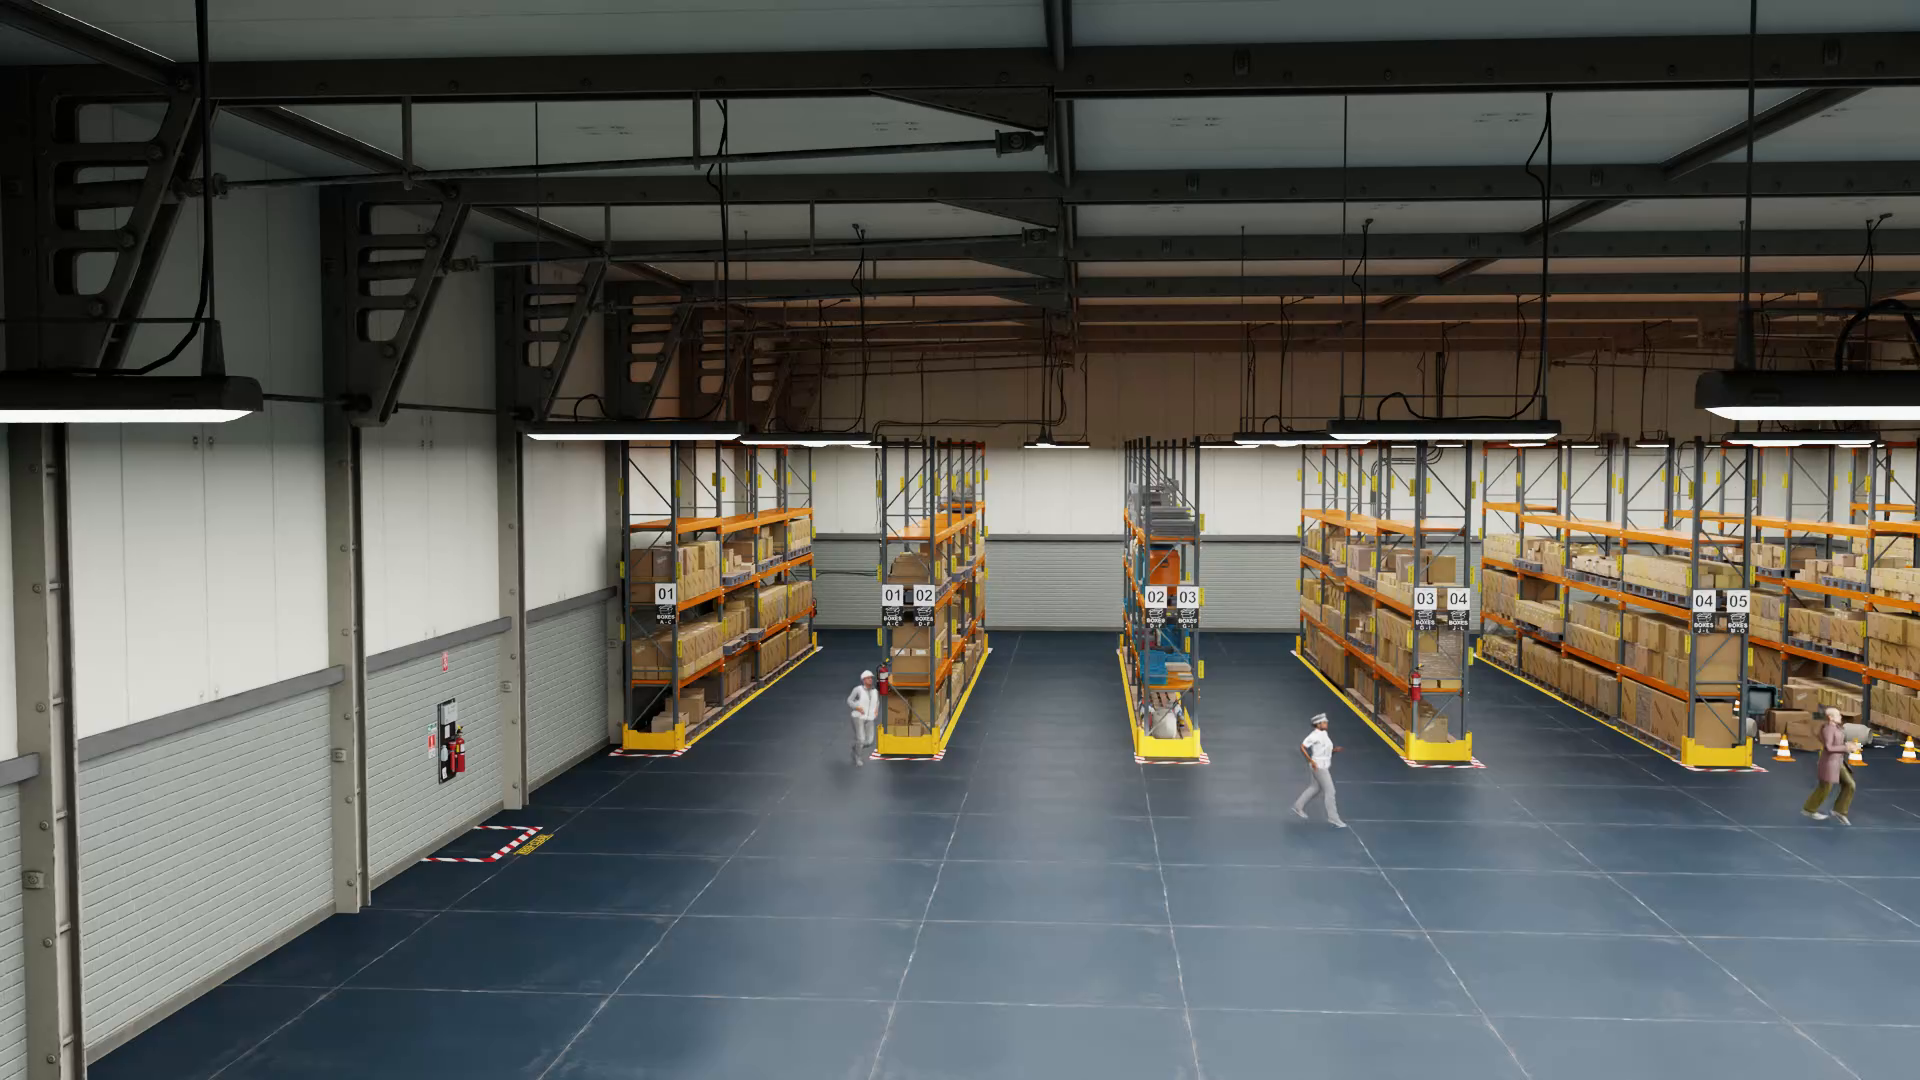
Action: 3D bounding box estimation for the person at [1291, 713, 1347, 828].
[{"bbox_3d":[5.494,3.496,25.430,0.885,1.721,0.562,1,3,23],"label":"person"}]

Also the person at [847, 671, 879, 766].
[{"bbox_3d":[-1.743,3.245,30.399,0.687,1.717,0.632,-2,4,-31],"label":"person"}]

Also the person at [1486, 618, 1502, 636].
[{"bbox_3d":[15.298,2.309,47.736,0.720,1.733,0.960,1,3,19],"label":"person"}]

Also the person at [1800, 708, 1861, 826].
[{"bbox_3d":[13.343,3.482,25.456,0.841,1.843,0.684,3,4,44],"label":"person"}]
